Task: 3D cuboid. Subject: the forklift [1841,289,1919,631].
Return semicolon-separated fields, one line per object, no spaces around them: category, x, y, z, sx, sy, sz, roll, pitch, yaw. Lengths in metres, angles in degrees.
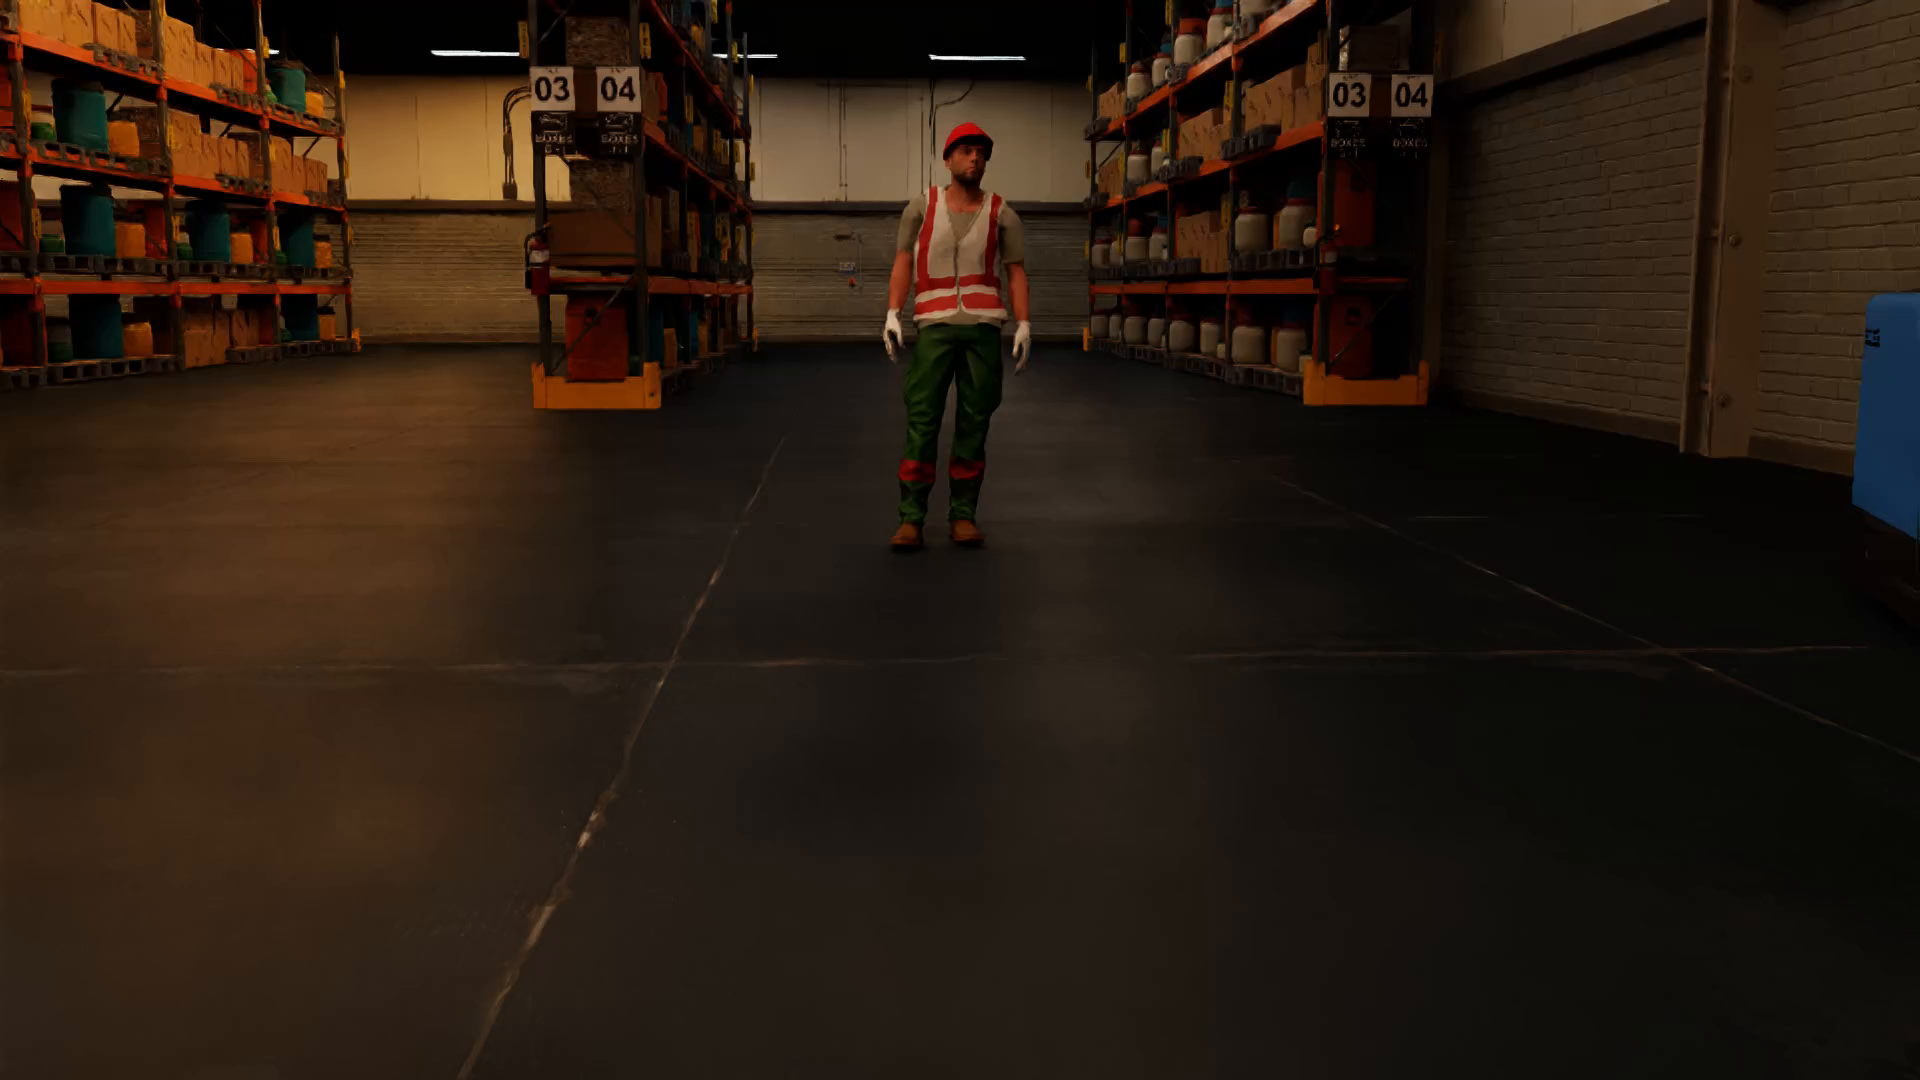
forklift;3.347;-1.054;4.429;1.130;2.935;3.031;2;9;16

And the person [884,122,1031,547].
person;-0.006;-0.880;7.097;0.637;1.787;0.563;-1;8;-4
